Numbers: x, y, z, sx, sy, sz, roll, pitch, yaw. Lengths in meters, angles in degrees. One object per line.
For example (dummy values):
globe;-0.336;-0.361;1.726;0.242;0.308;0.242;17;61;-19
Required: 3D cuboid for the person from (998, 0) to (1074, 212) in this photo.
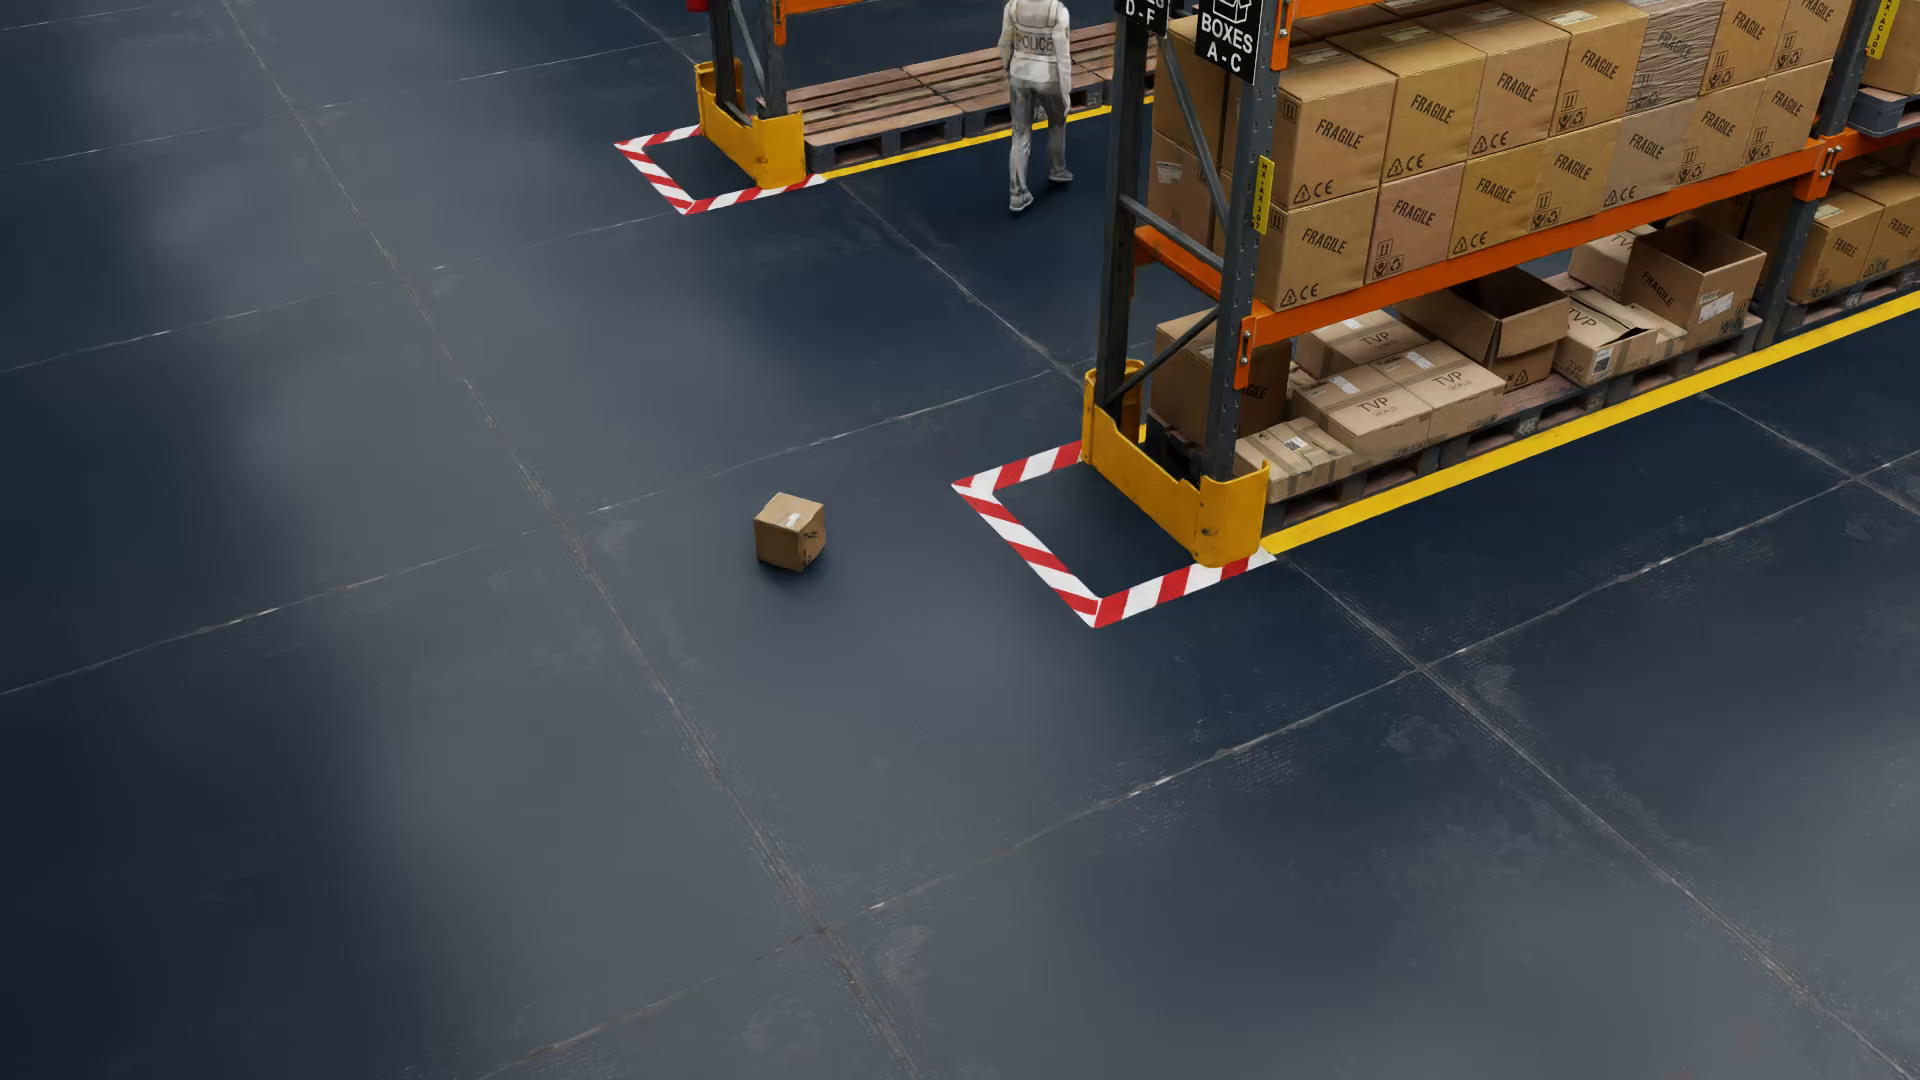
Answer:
person;0.513;-3.027;10.870;0.518;1.702;0.776;9;38;12
